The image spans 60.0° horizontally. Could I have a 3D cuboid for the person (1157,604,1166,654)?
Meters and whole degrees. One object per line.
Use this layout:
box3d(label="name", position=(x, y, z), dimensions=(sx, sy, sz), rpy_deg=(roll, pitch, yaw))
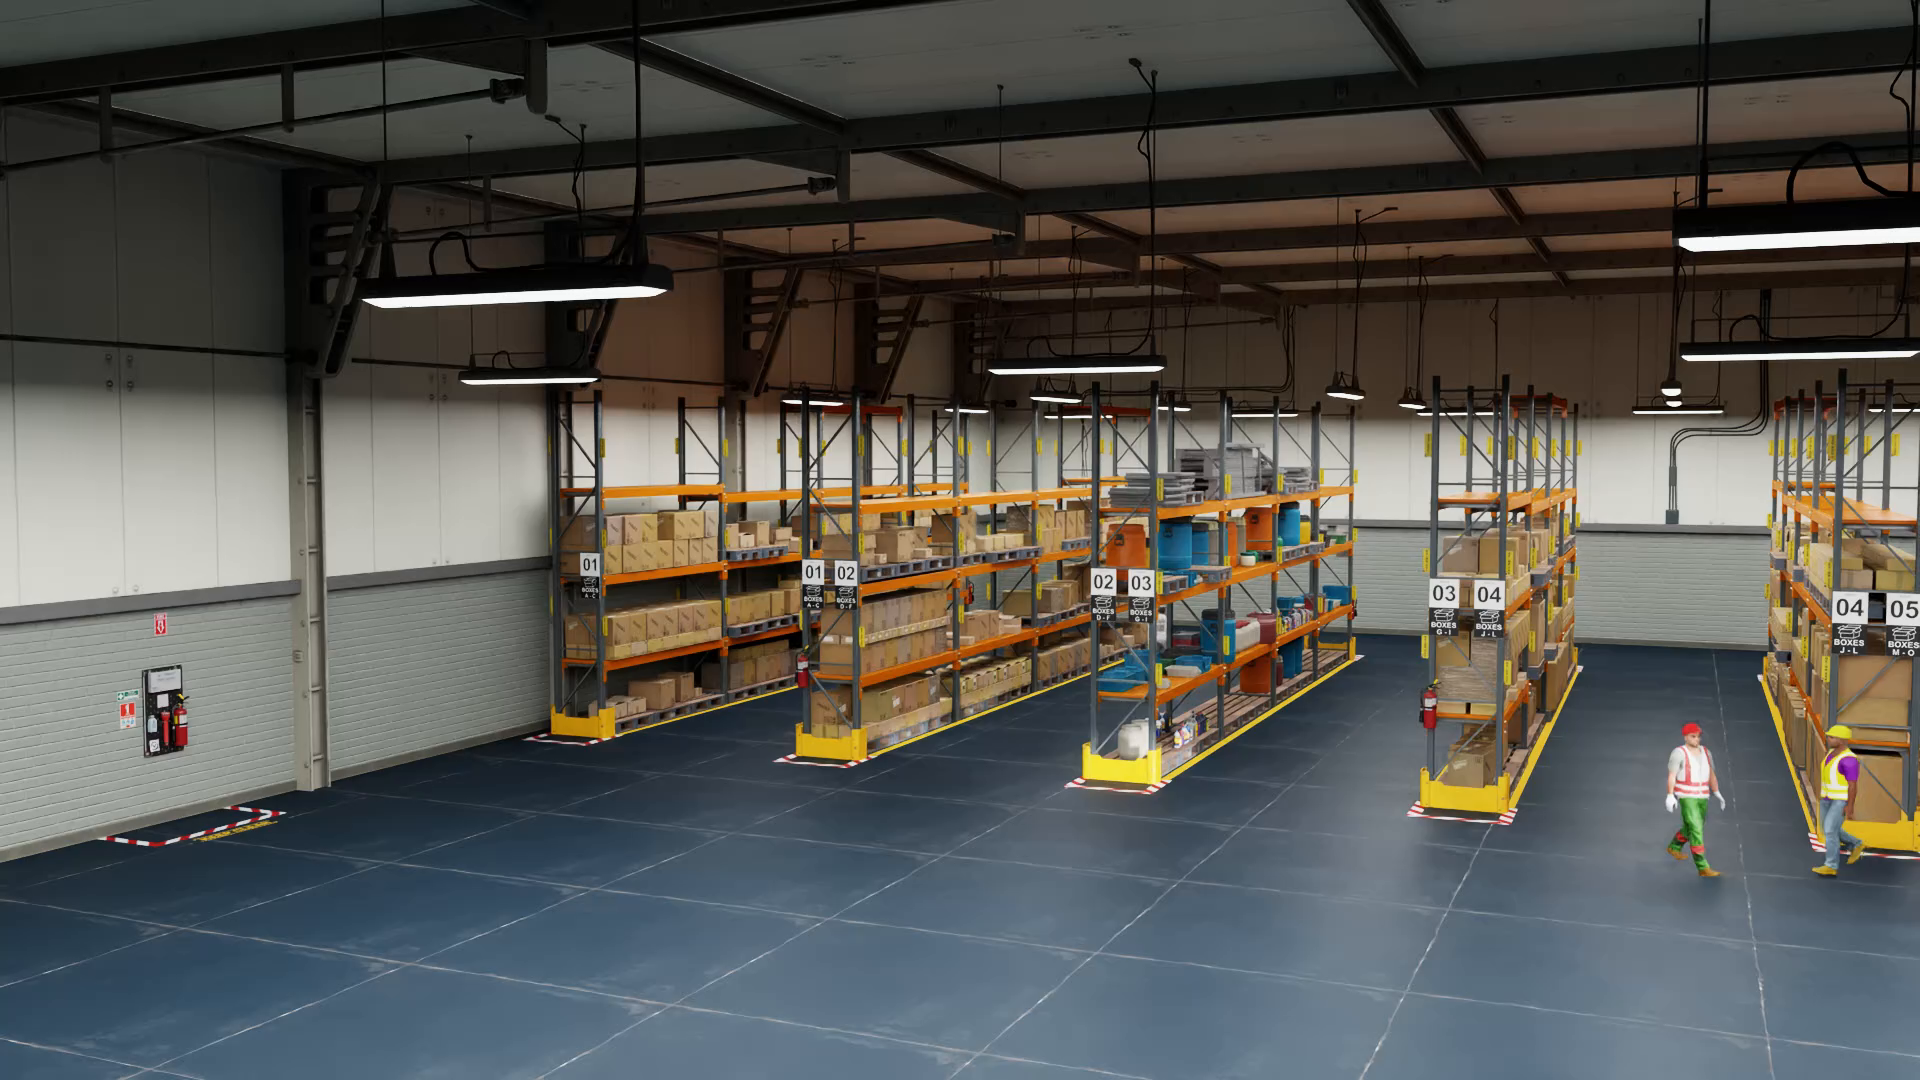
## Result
box3d(label="person", position=(4.295, 2.196, 35.630), dimensions=(0.538, 1.679, 0.504), rpy_deg=(2, 4, 35))

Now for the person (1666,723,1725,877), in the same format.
box3d(label="person", position=(8.682, 3.036, 19.655), dimensions=(0.563, 1.757, 1.002), rpy_deg=(-1, 3, -15))

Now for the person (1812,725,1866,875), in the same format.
box3d(label="person", position=(10.352, 3.039, 19.502), dimensions=(0.795, 1.748, 0.580), rpy_deg=(-1, 3, -10))
